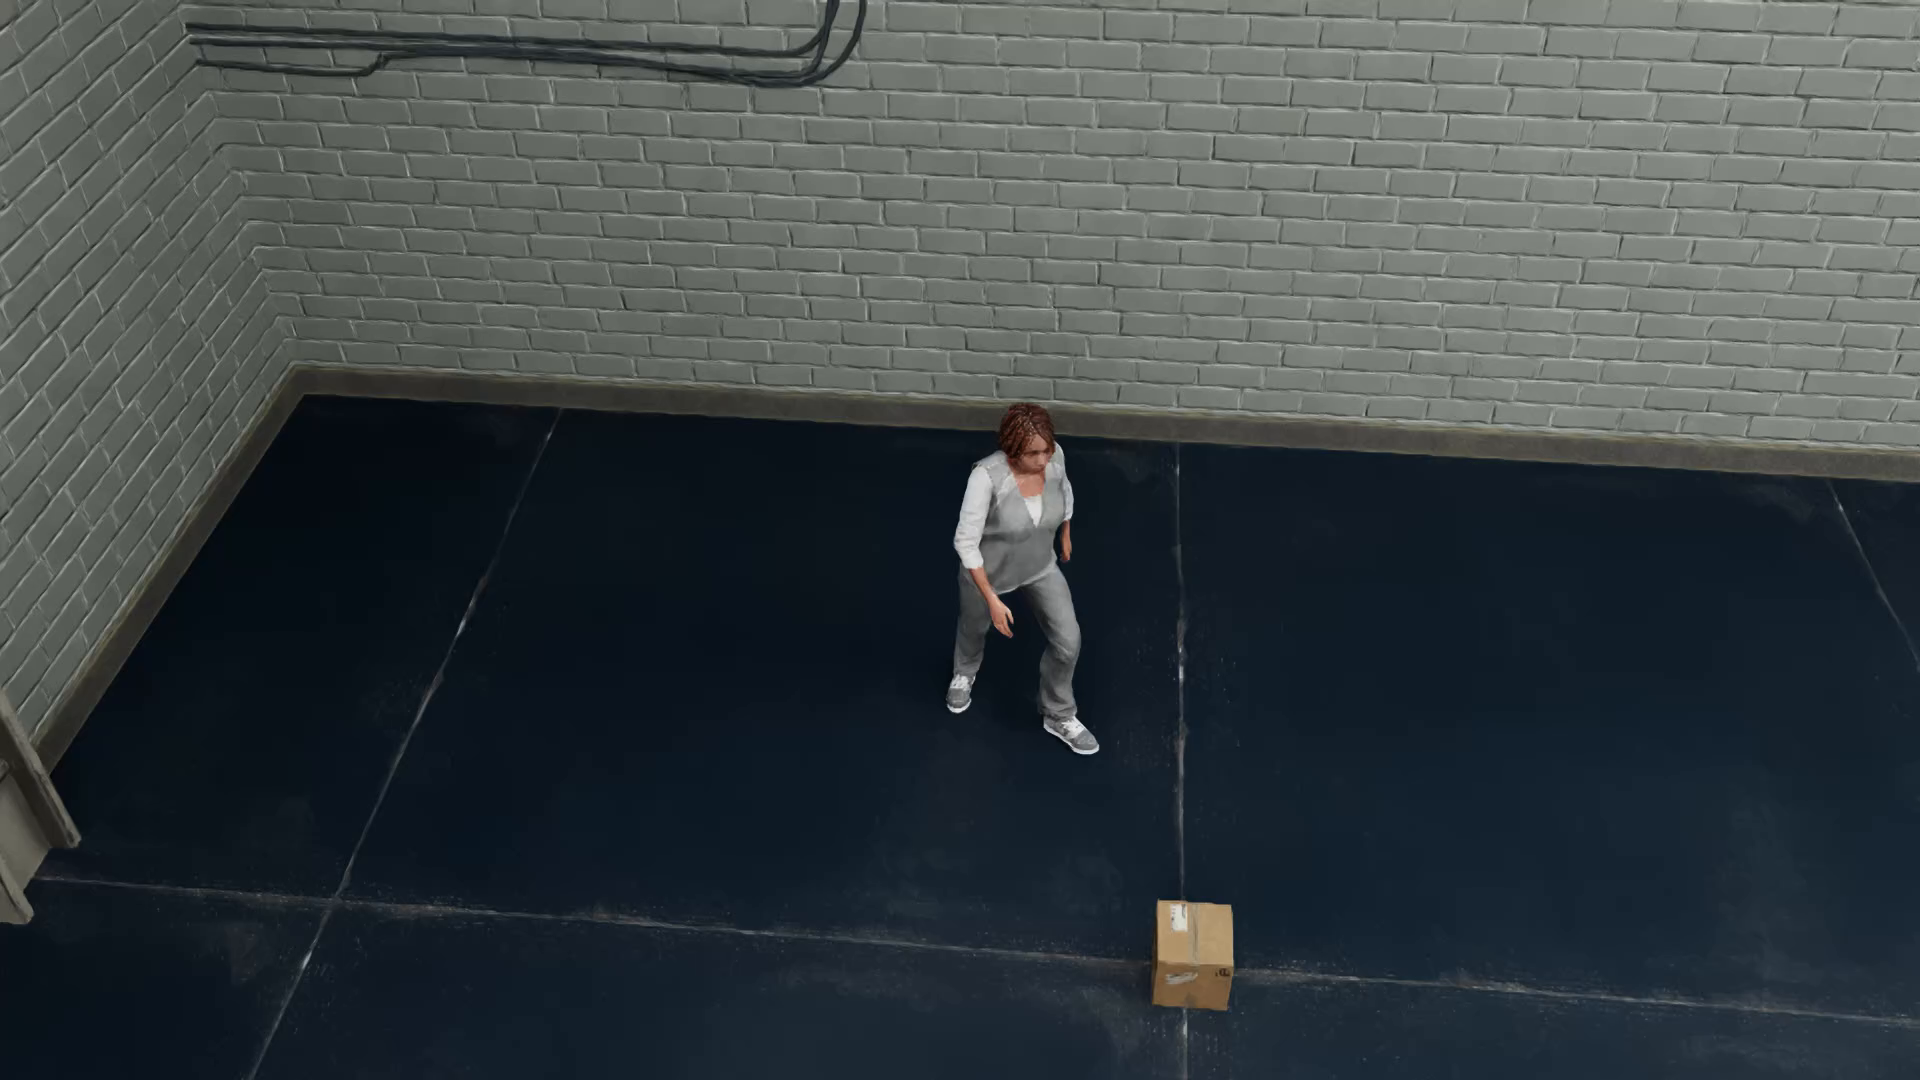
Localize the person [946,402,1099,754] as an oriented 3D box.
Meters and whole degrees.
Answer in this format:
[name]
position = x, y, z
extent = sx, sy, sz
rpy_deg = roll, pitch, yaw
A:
[person]
position = 0.204, 0.105, 6.051
extent = 0.522, 1.556, 0.657
rpy_deg = -14, 43, -16
